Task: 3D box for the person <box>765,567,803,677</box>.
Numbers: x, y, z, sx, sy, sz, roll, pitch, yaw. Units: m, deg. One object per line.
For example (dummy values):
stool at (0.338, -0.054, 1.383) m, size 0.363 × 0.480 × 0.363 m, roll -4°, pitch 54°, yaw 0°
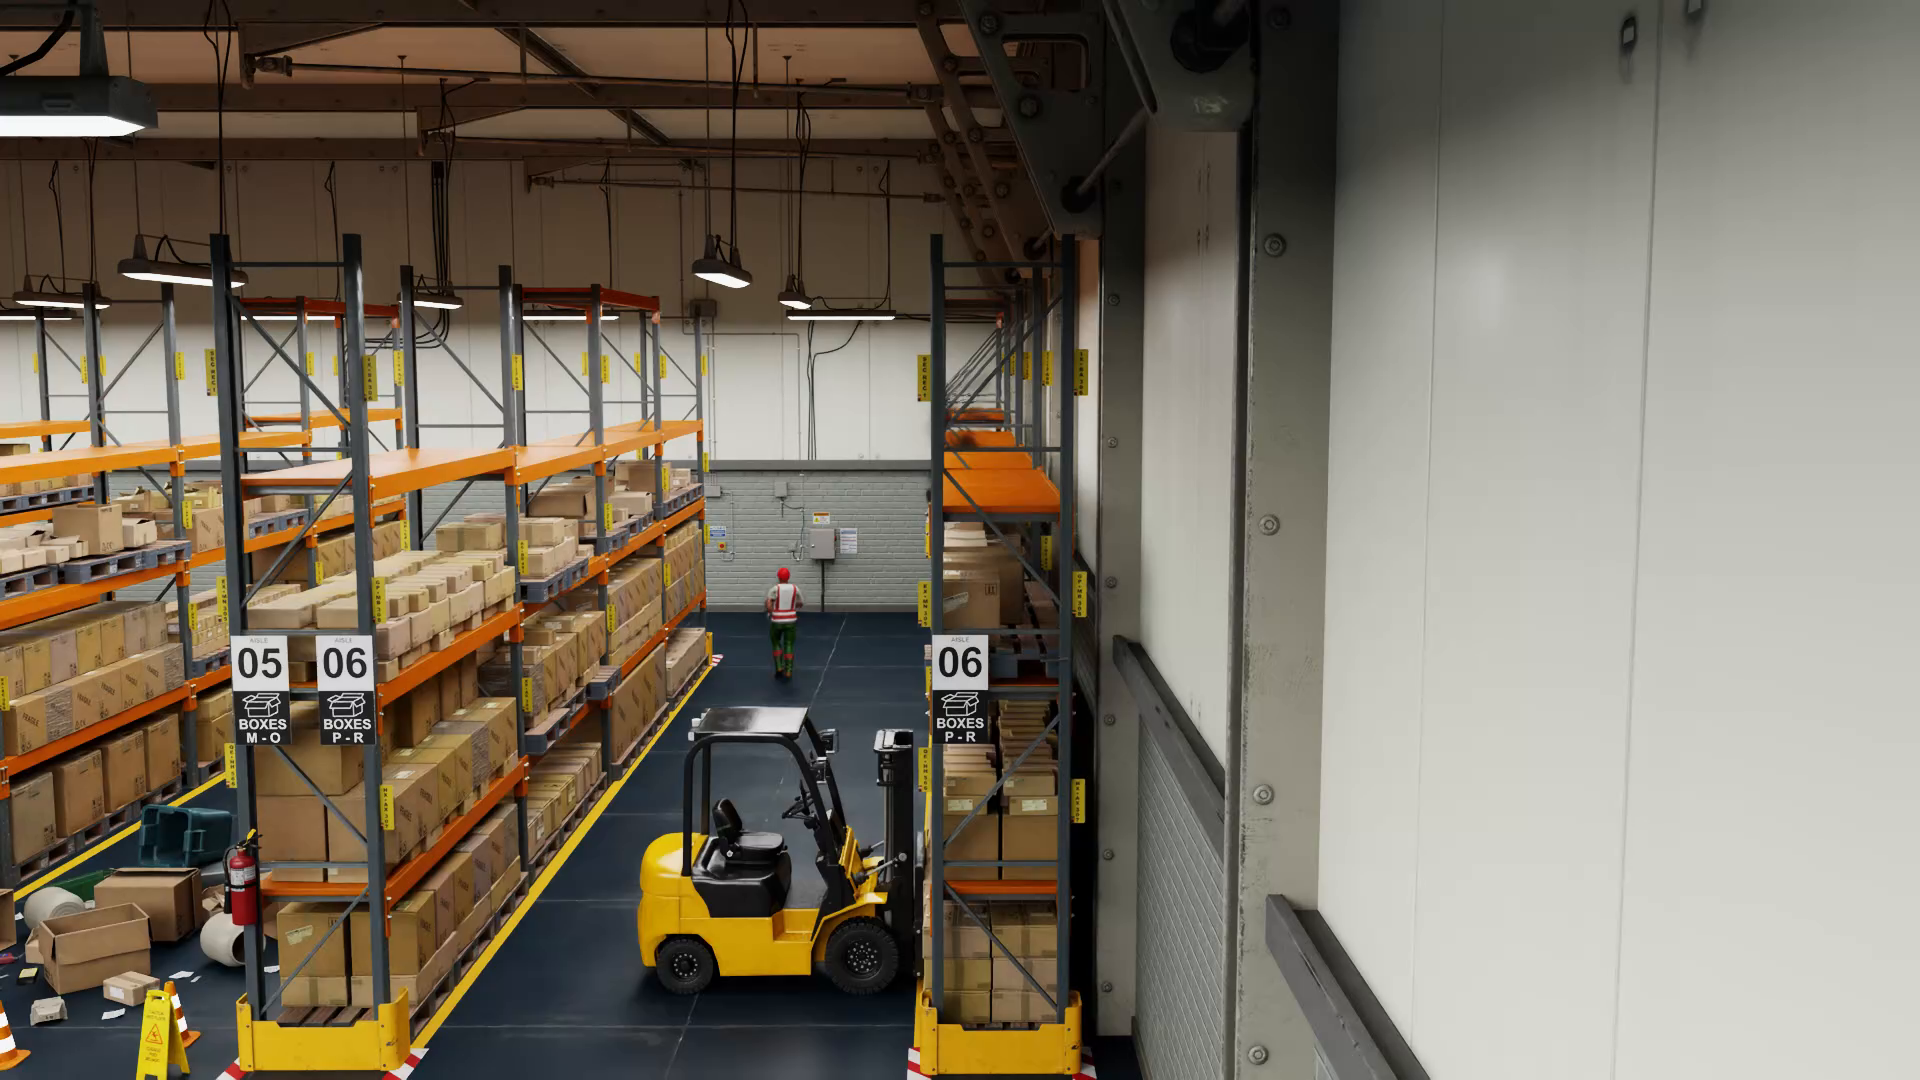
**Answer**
person at (-2.826, 1.342, 26.616) m, size 0.631 × 1.837 × 0.716 m, roll -1°, pitch 6°, yaw -12°
